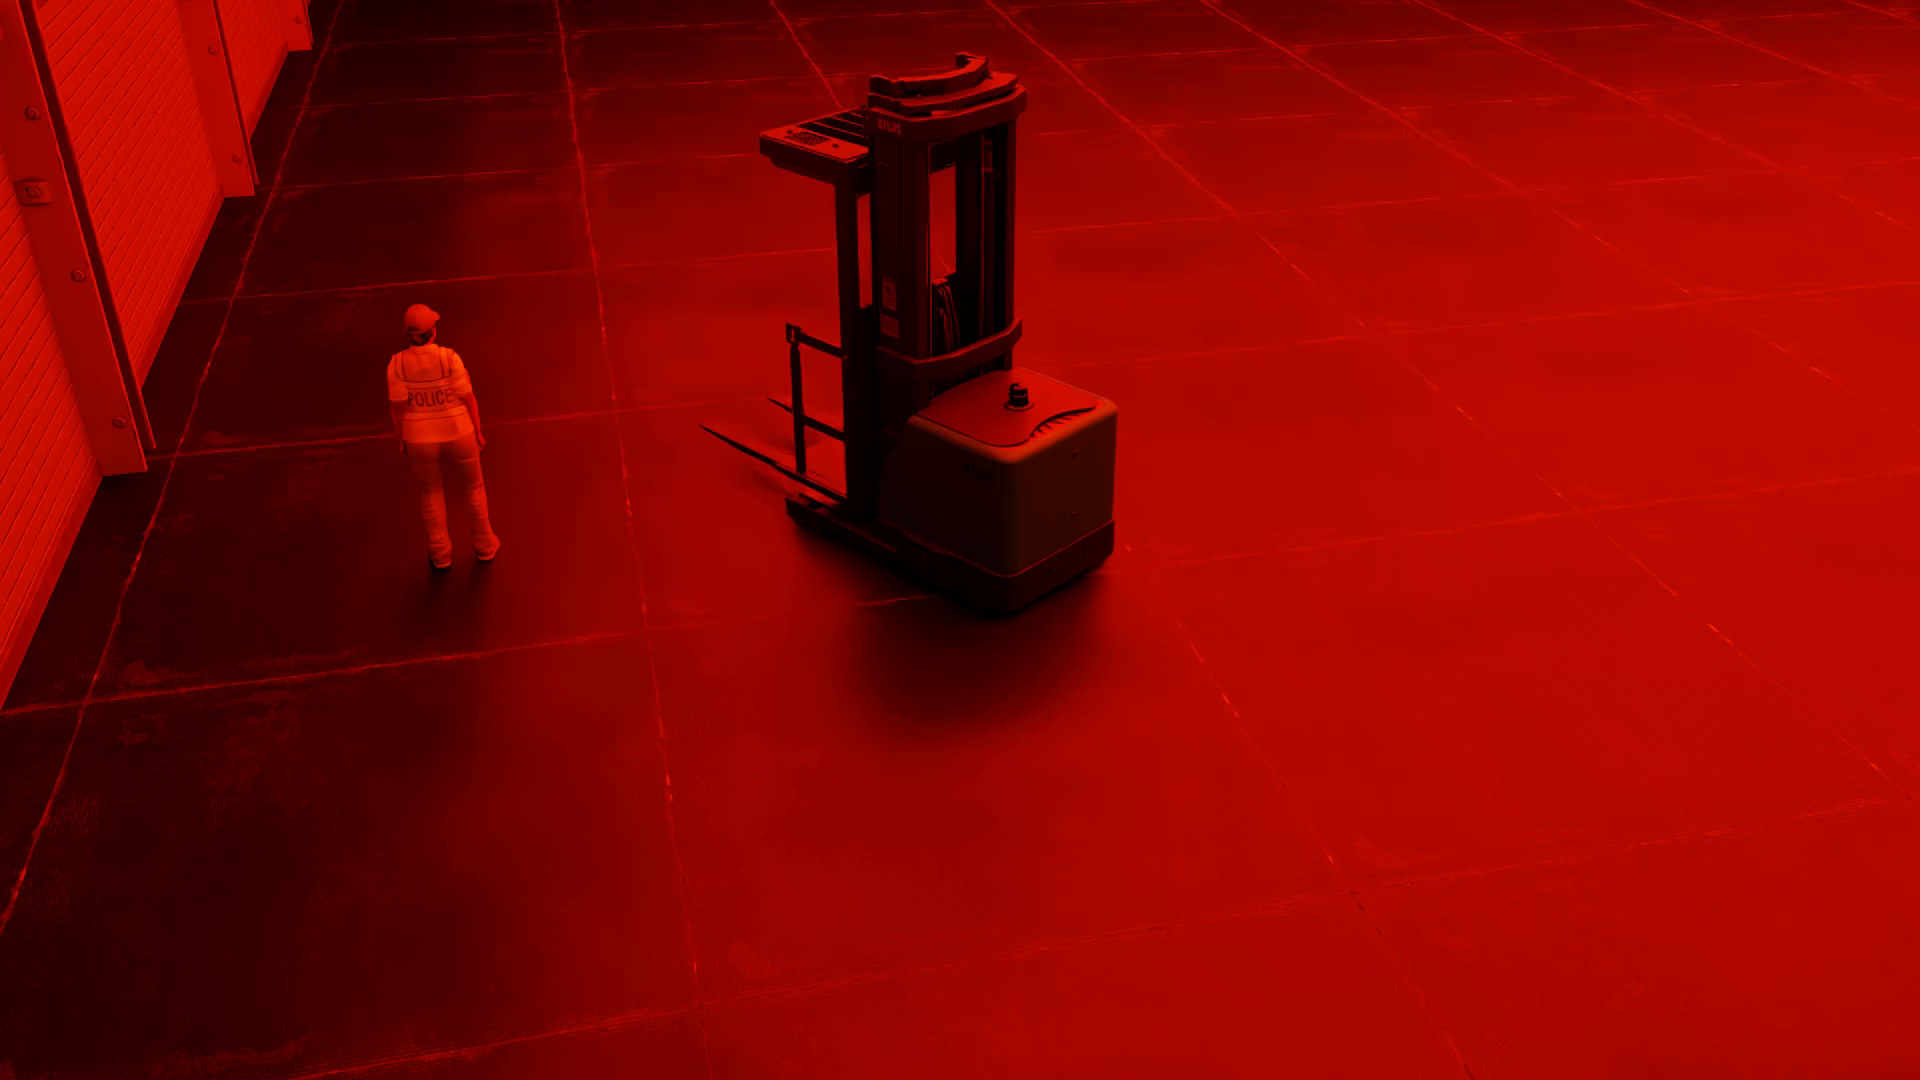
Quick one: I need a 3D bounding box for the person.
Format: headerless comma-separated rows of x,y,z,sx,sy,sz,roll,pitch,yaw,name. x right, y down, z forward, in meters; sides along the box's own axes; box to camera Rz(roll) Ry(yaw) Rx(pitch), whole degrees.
-3.094,-0.614,9.906,0.499,1.668,0.389,-7,31,-12,person

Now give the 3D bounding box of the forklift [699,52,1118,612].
-0.472,-1.479,10.130,3.031,2.935,1.130,25,39,37,forklift
